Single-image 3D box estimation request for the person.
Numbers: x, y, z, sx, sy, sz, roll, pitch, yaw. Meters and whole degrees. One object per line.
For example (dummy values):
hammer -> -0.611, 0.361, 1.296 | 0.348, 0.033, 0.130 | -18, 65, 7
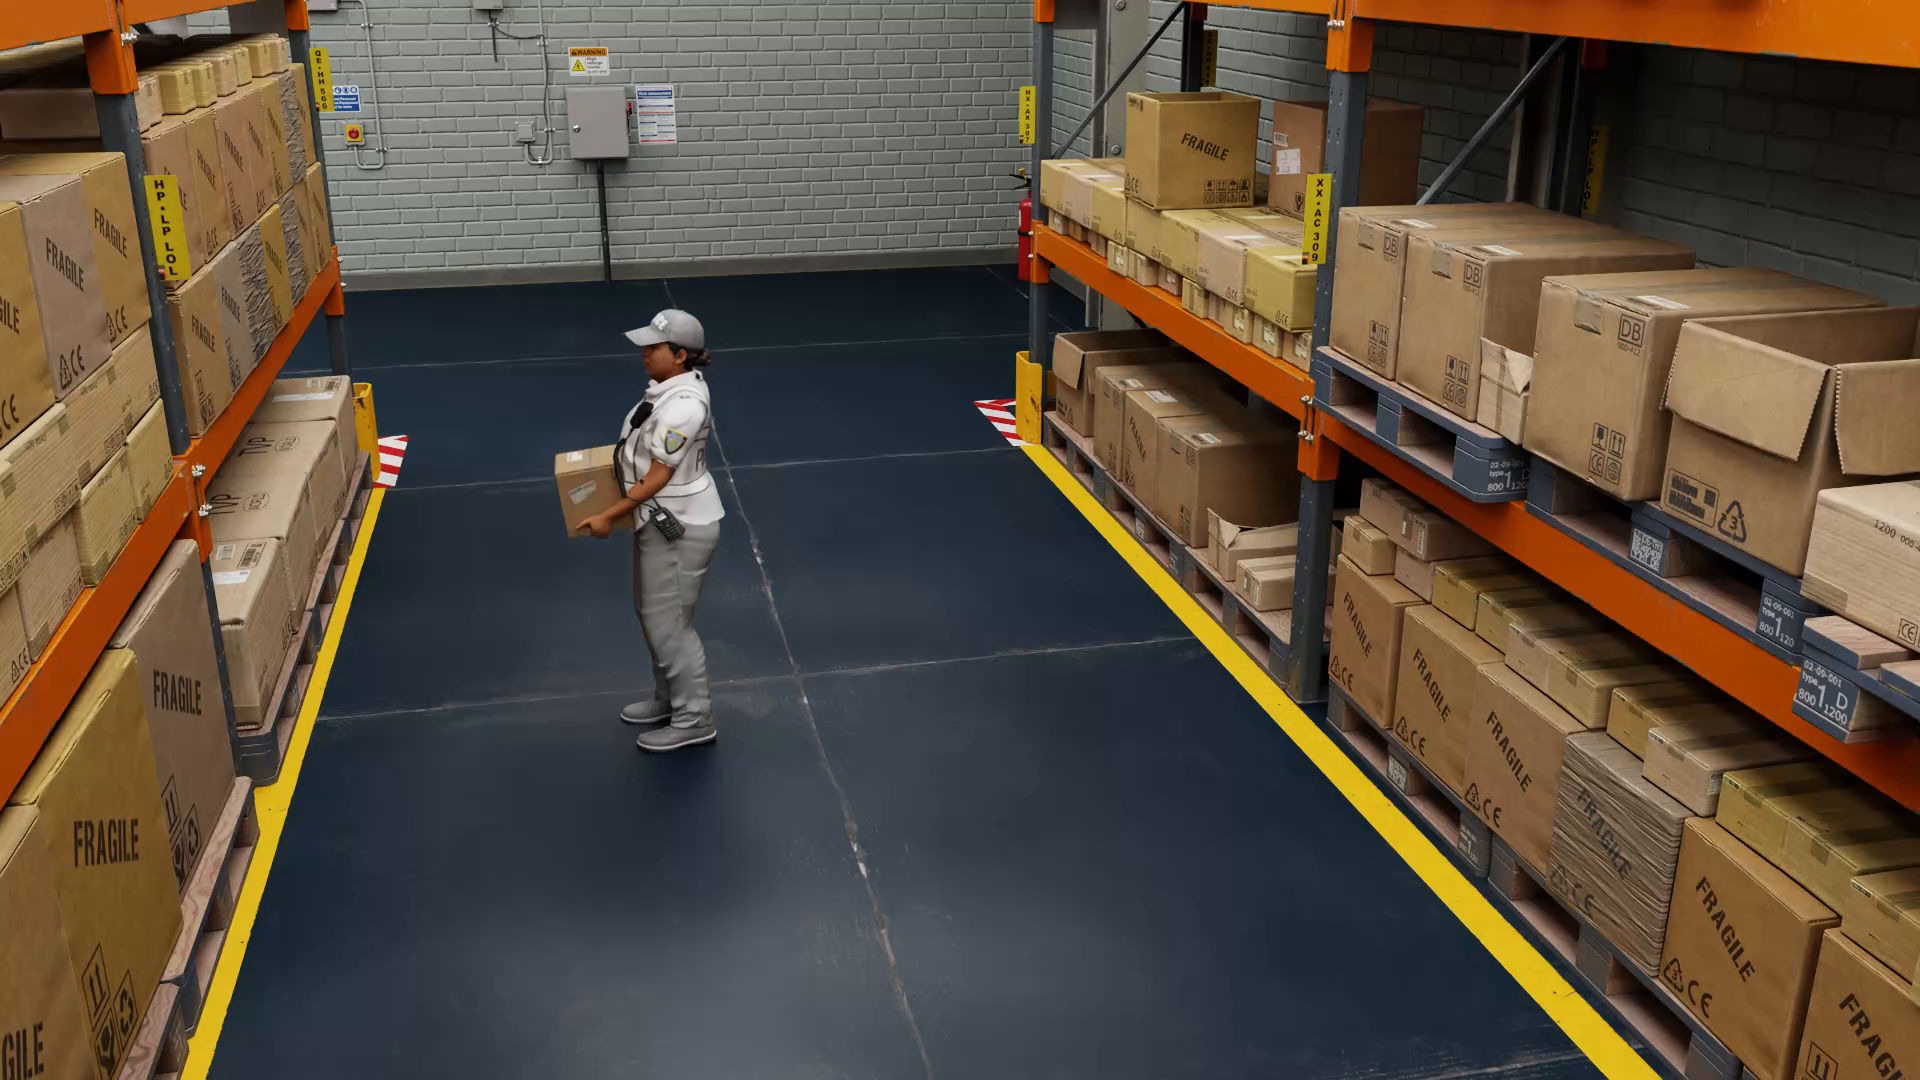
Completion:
person -> -1.148, -0.038, 6.189 | 0.541, 1.655, 0.454 | -4, 20, -11
